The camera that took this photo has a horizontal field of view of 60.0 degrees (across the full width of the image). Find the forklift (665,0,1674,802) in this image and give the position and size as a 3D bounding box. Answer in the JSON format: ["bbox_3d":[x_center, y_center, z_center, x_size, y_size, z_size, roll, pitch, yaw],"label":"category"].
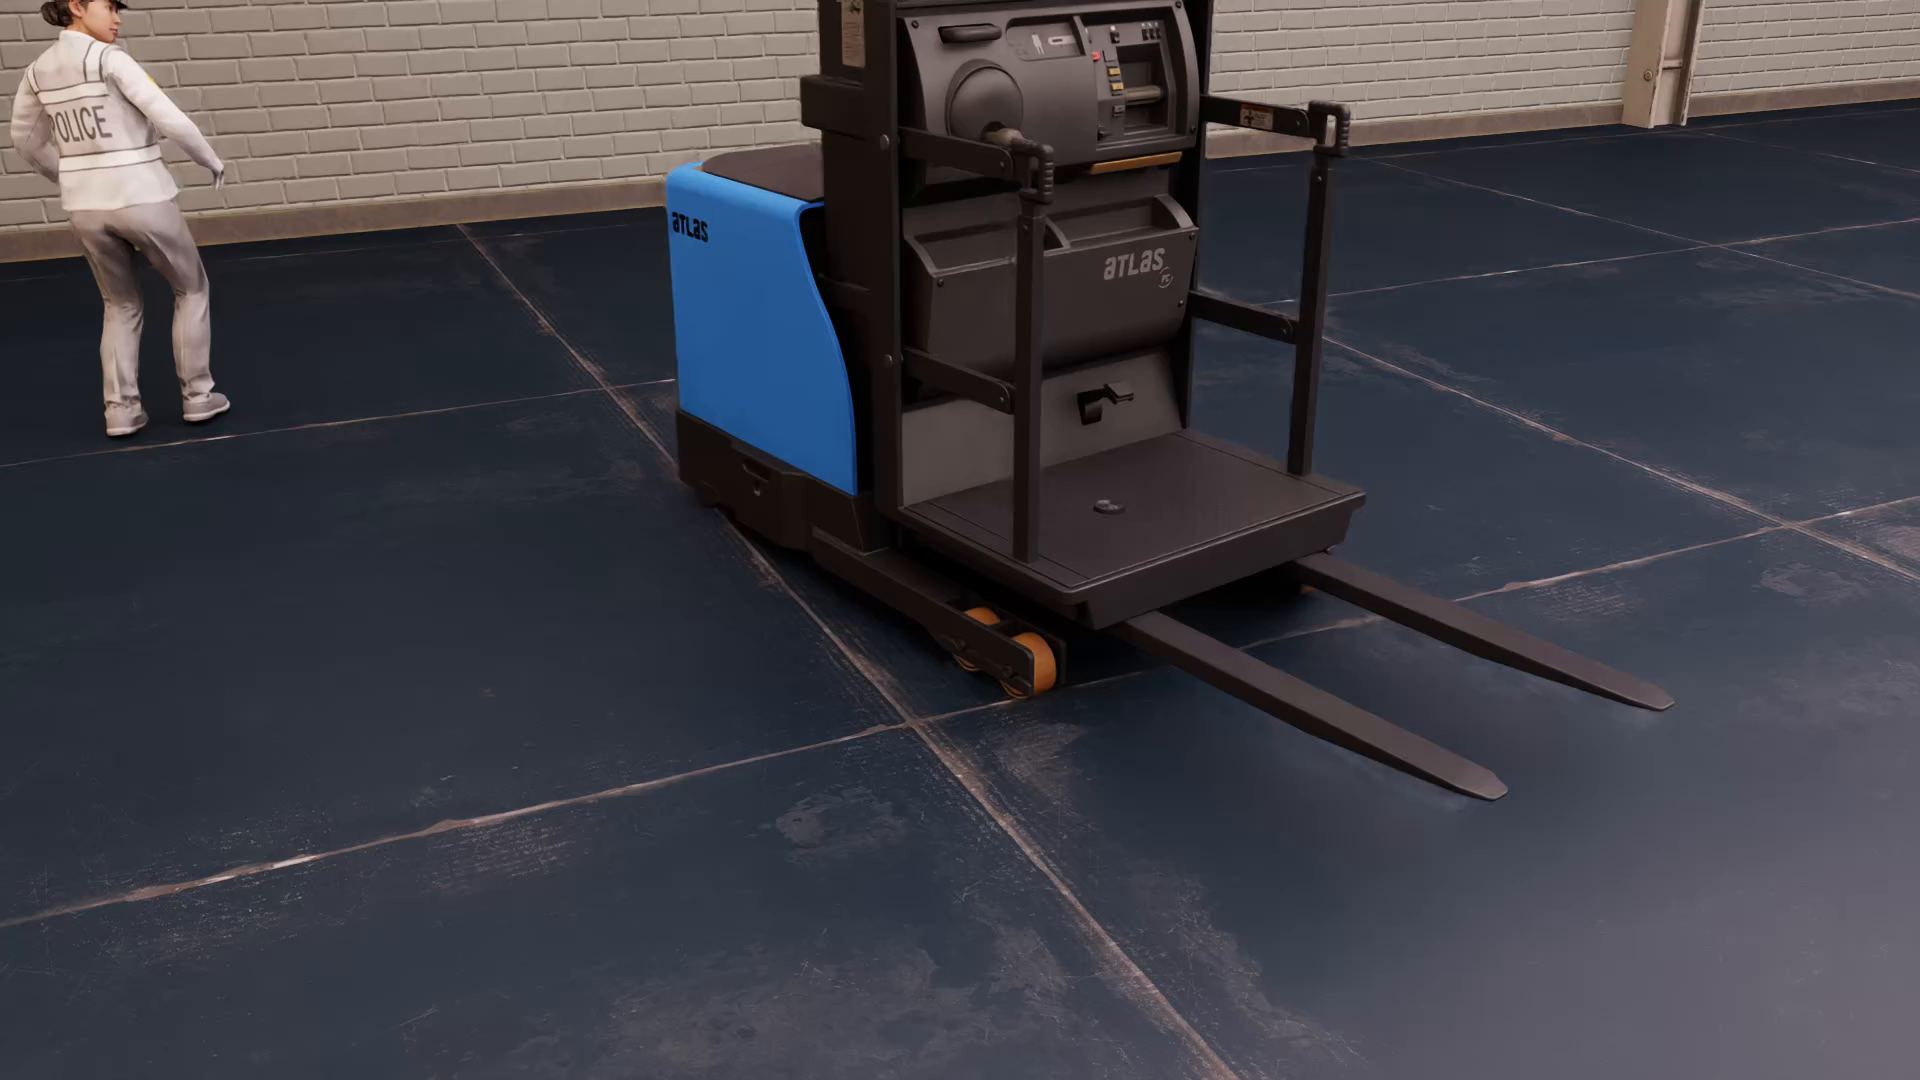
[{"bbox_3d":[0.386,-1.170,4.103,1.130,2.935,3.031,-17,28,-35],"label":"forklift"}]

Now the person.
[{"bbox_3d":[-2.939,-1.170,5.850,0.727,1.627,0.505,2,23,6],"label":"person"}]
